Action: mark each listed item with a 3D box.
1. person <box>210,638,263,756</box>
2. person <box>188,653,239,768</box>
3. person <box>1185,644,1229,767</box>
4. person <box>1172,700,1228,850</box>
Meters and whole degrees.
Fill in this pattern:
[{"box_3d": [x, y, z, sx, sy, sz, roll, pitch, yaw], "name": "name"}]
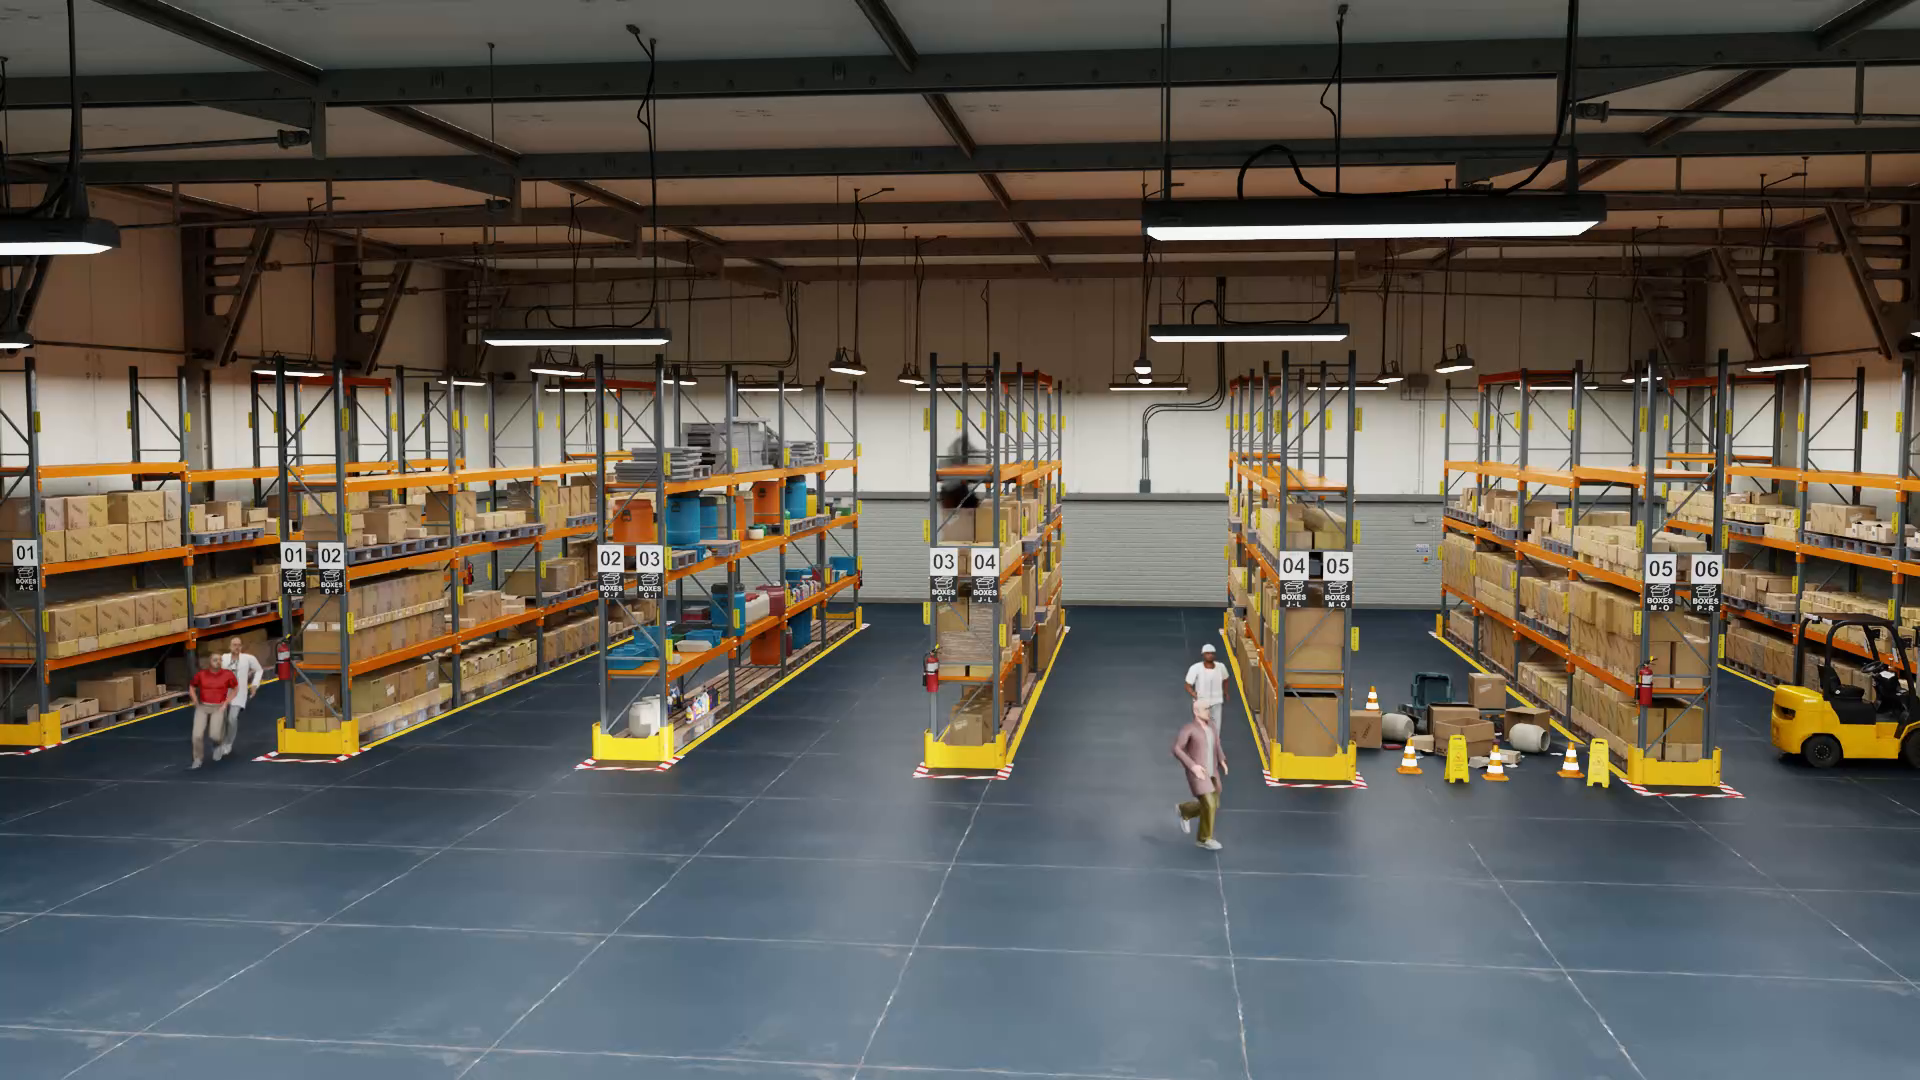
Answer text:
[{"box_3d": [-10.998, 2.369, 25.185, 0.775, 1.756, 0.692, -1, 4, -13], "name": "person"}, {"box_3d": [-10.896, 2.471, 24.257, 0.667, 1.650, 0.582, -1, 4, -15], "name": "person"}, {"box_3d": [3.664, 2.407, 24.526, 0.699, 1.758, 0.850, 0, 4, -5], "name": "person"}, {"box_3d": [2.800, 2.743, 19.621, 0.752, 1.734, 0.774, -4, 5, -42], "name": "person"}]
